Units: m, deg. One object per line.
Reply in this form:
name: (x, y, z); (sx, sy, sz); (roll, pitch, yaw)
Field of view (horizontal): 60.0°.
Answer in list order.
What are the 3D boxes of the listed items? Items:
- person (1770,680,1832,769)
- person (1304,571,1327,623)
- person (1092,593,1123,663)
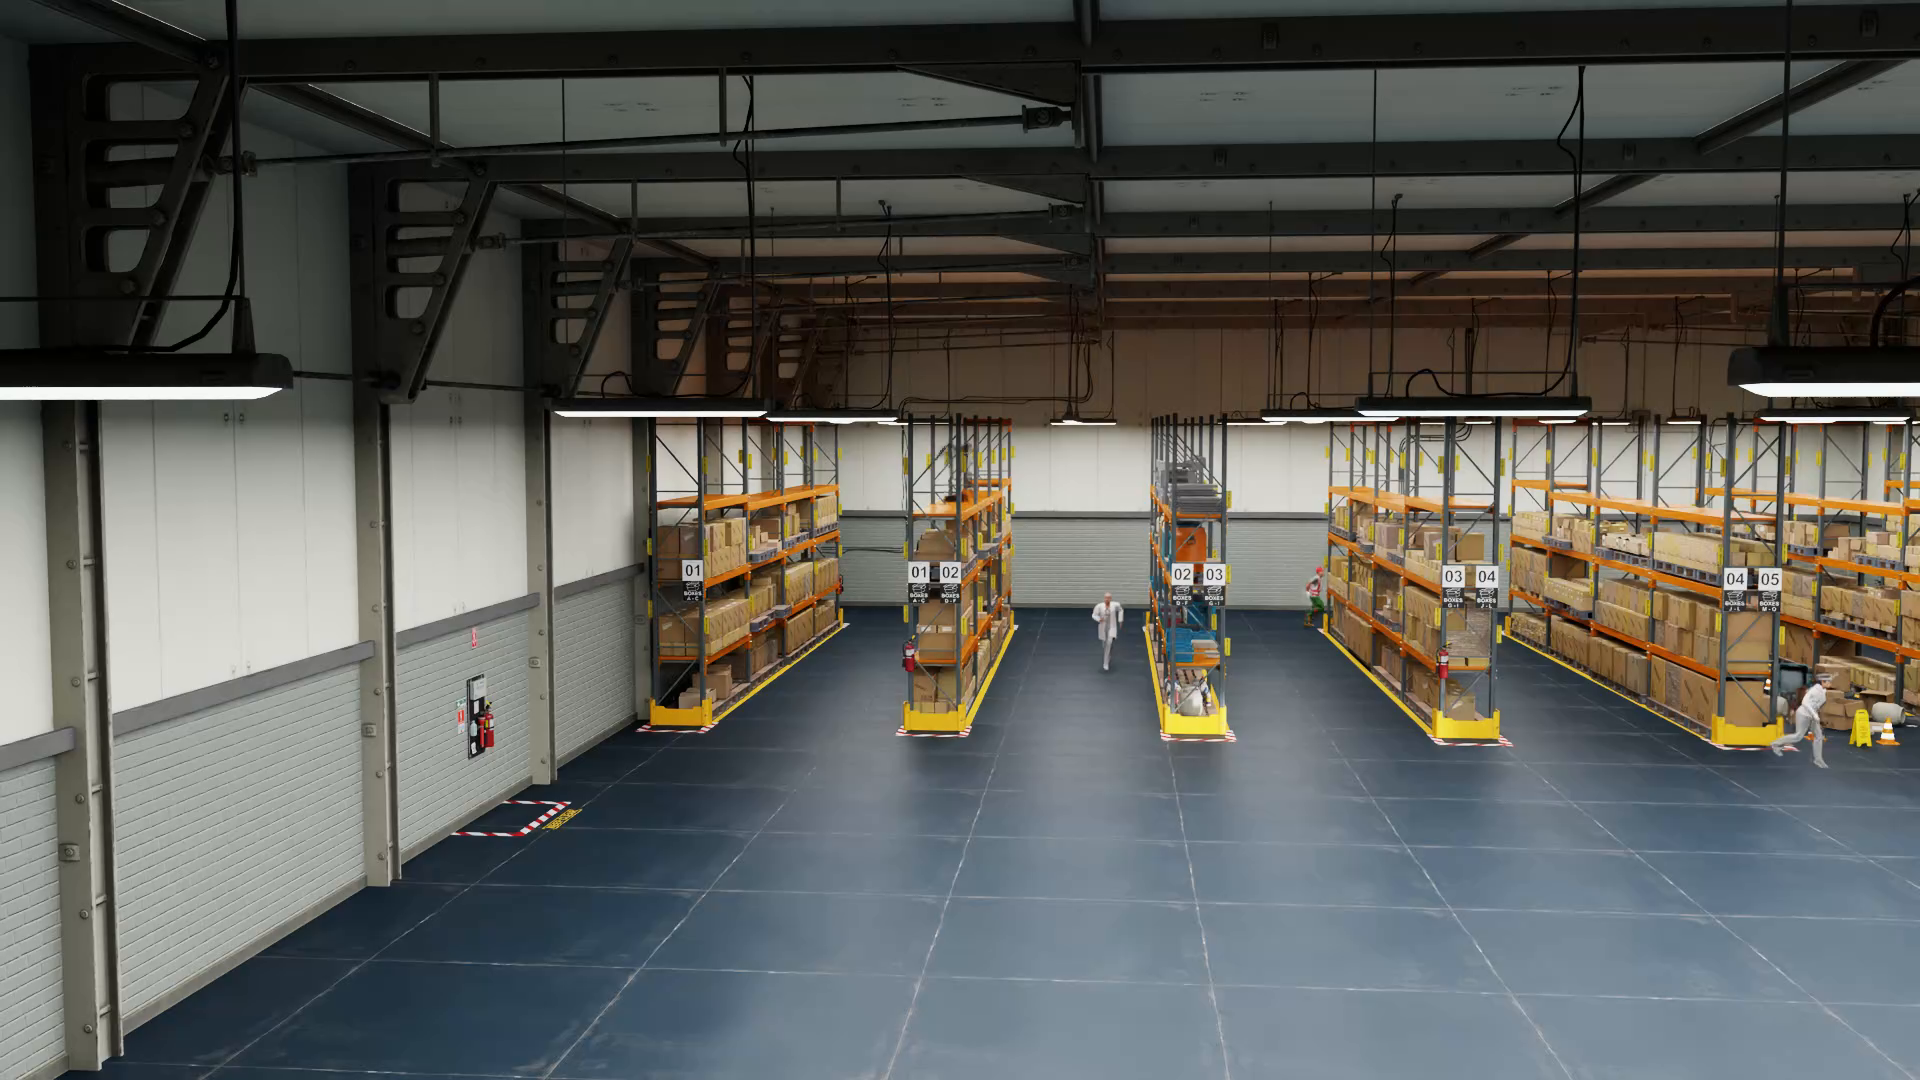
person: (14.333, 3.048, 28.310); (0.944, 1.615, 0.644); (3, 5, 38)
person: (10.281, 1.624, 47.902); (0.719, 1.604, 0.620); (1, 4, 17)
person: (3.537, 2.084, 39.831); (0.739, 1.655, 0.926); (1, 4, 7)
